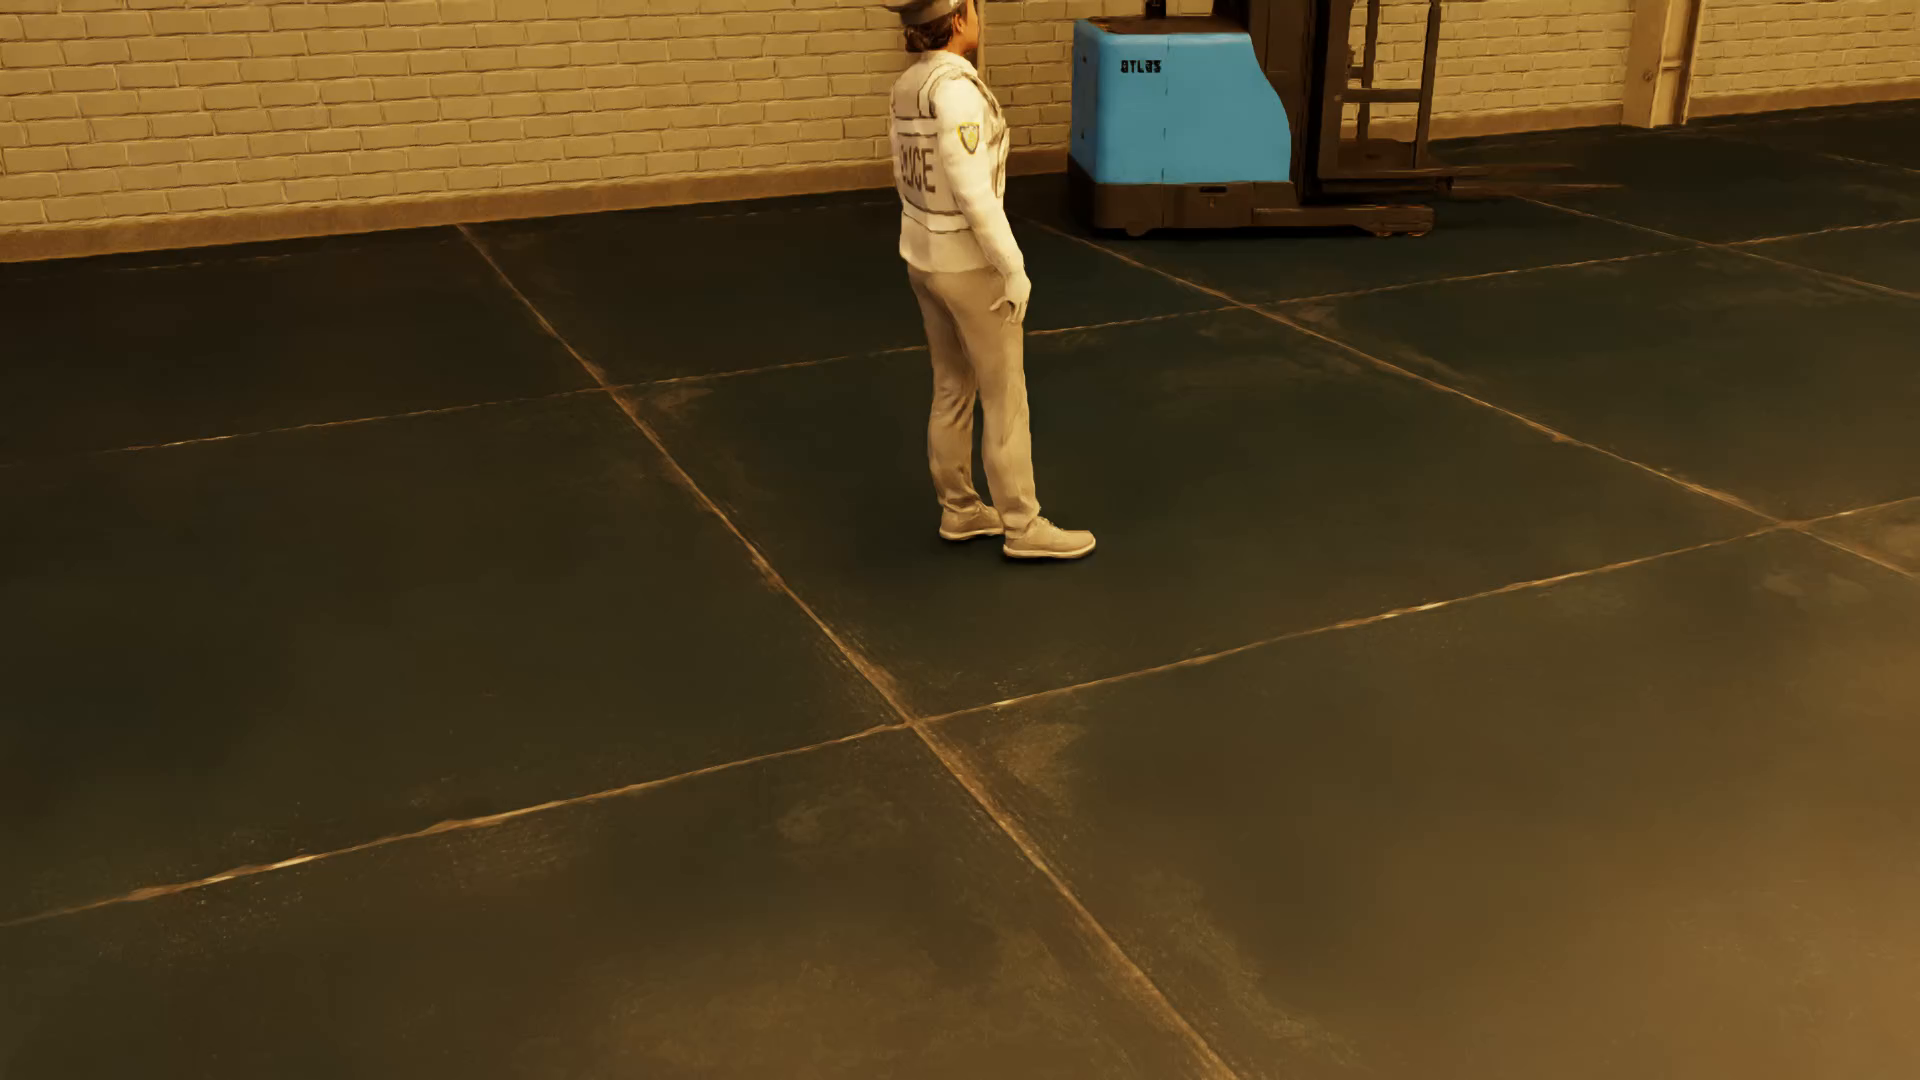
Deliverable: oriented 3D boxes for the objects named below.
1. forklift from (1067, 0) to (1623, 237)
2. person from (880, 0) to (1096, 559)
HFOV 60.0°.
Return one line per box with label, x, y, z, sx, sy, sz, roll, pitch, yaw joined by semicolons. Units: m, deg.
forklift;2.176;-3.212;9.017;3.031;2.935;1.130;-2;23;-5
person;0.064;-0.798;4.799;0.533;1.695;0.586;-10;25;-23
